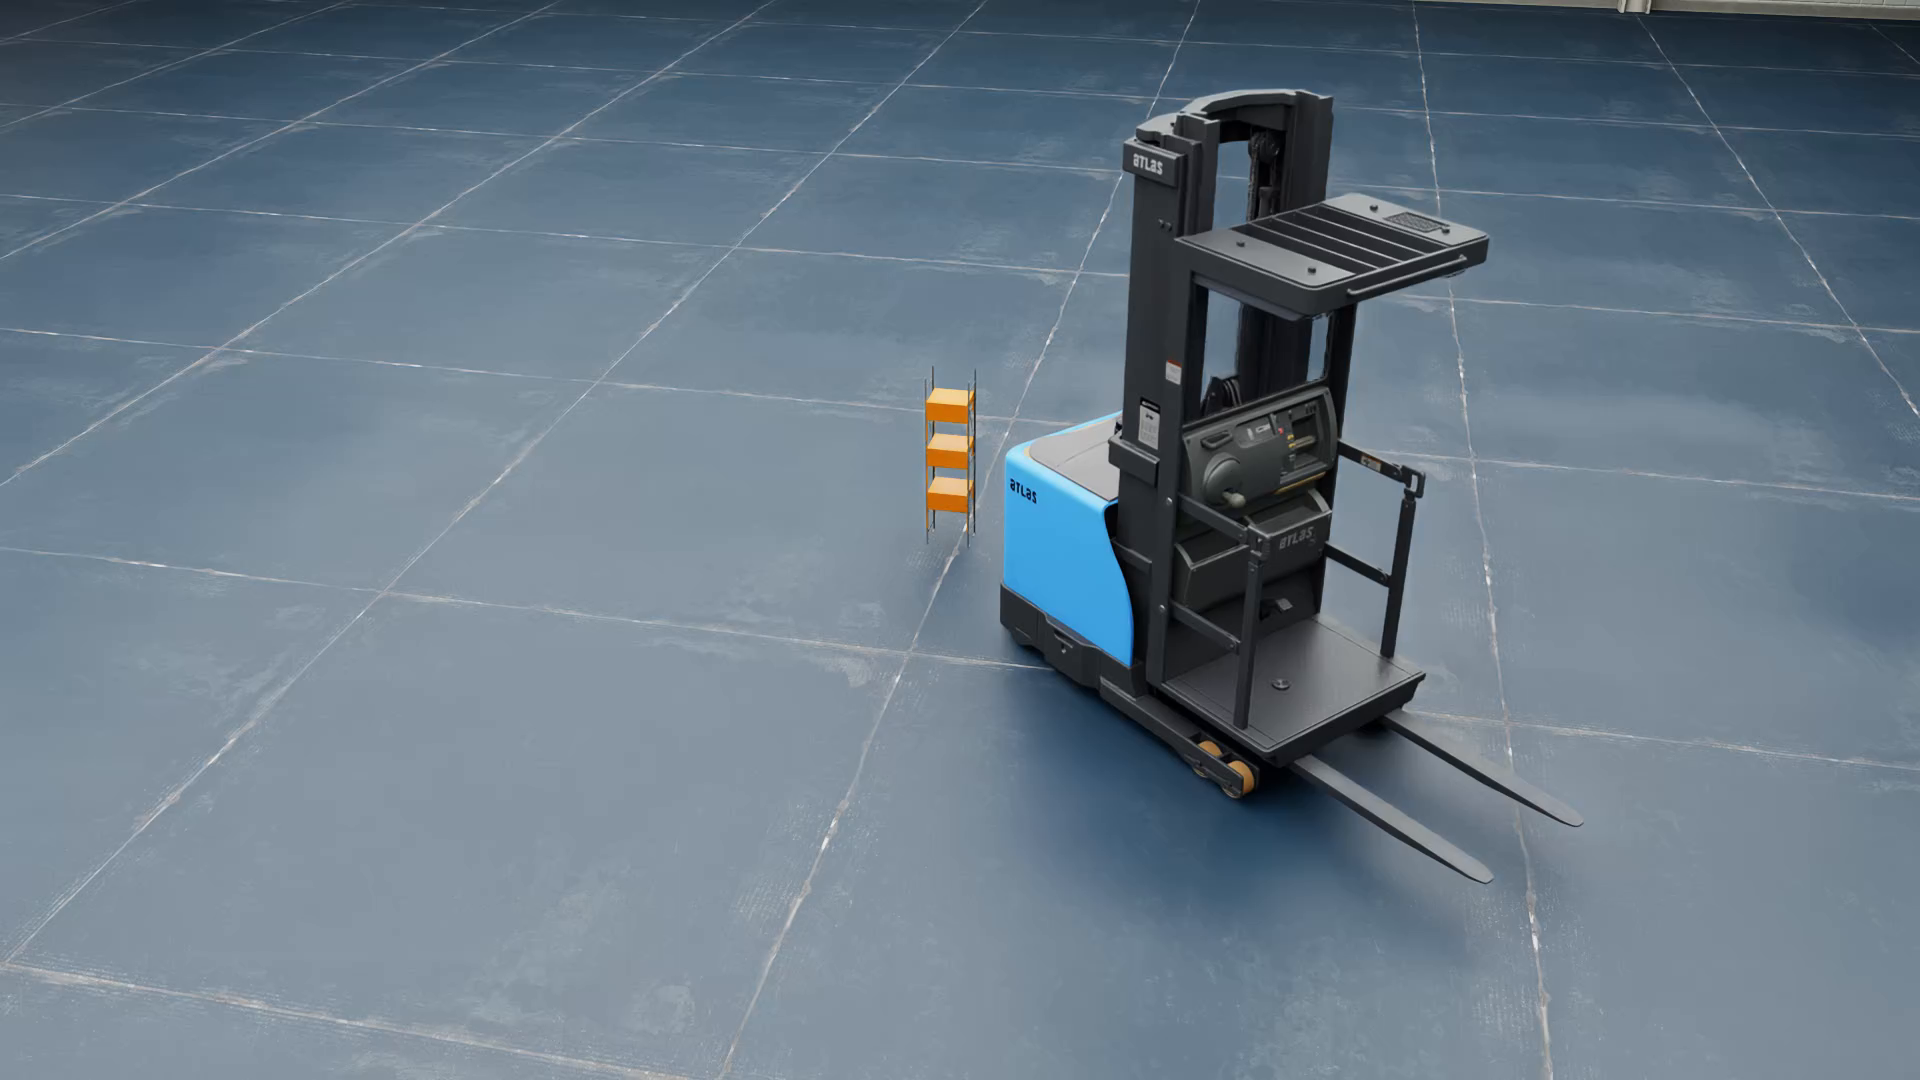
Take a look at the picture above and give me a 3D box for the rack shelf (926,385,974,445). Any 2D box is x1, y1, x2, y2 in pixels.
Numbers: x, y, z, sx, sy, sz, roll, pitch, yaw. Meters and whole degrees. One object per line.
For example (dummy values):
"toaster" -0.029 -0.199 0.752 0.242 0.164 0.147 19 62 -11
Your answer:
"rack shelf" -0.052 -0.705 9.377 0.240 0.259 0.215 6 29 11

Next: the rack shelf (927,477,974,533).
"rack shelf" -0.052 -0.213 9.646 0.240 0.259 0.215 6 29 11

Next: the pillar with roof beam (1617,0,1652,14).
"pillar with roof beam" 8.529 -9.336 17.433 0.400 9.000 9.100 6 29 11

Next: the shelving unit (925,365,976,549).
"shelving unit" -0.052 -0.466 9.508 0.252 1.050 0.215 6 29 11

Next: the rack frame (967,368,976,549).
"rack frame" 0.067 -0.454 9.485 0.008 1.050 0.200 6 29 11

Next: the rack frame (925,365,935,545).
"rack frame" -0.172 -0.478 9.530 0.008 1.050 0.200 6 29 11

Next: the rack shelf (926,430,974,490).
"rack shelf" -0.052 -0.457 9.513 0.240 0.259 0.215 6 29 11

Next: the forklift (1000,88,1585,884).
"forklift" 1.495 -0.375 7.383 1.130 2.935 3.031 -20 34 -32
